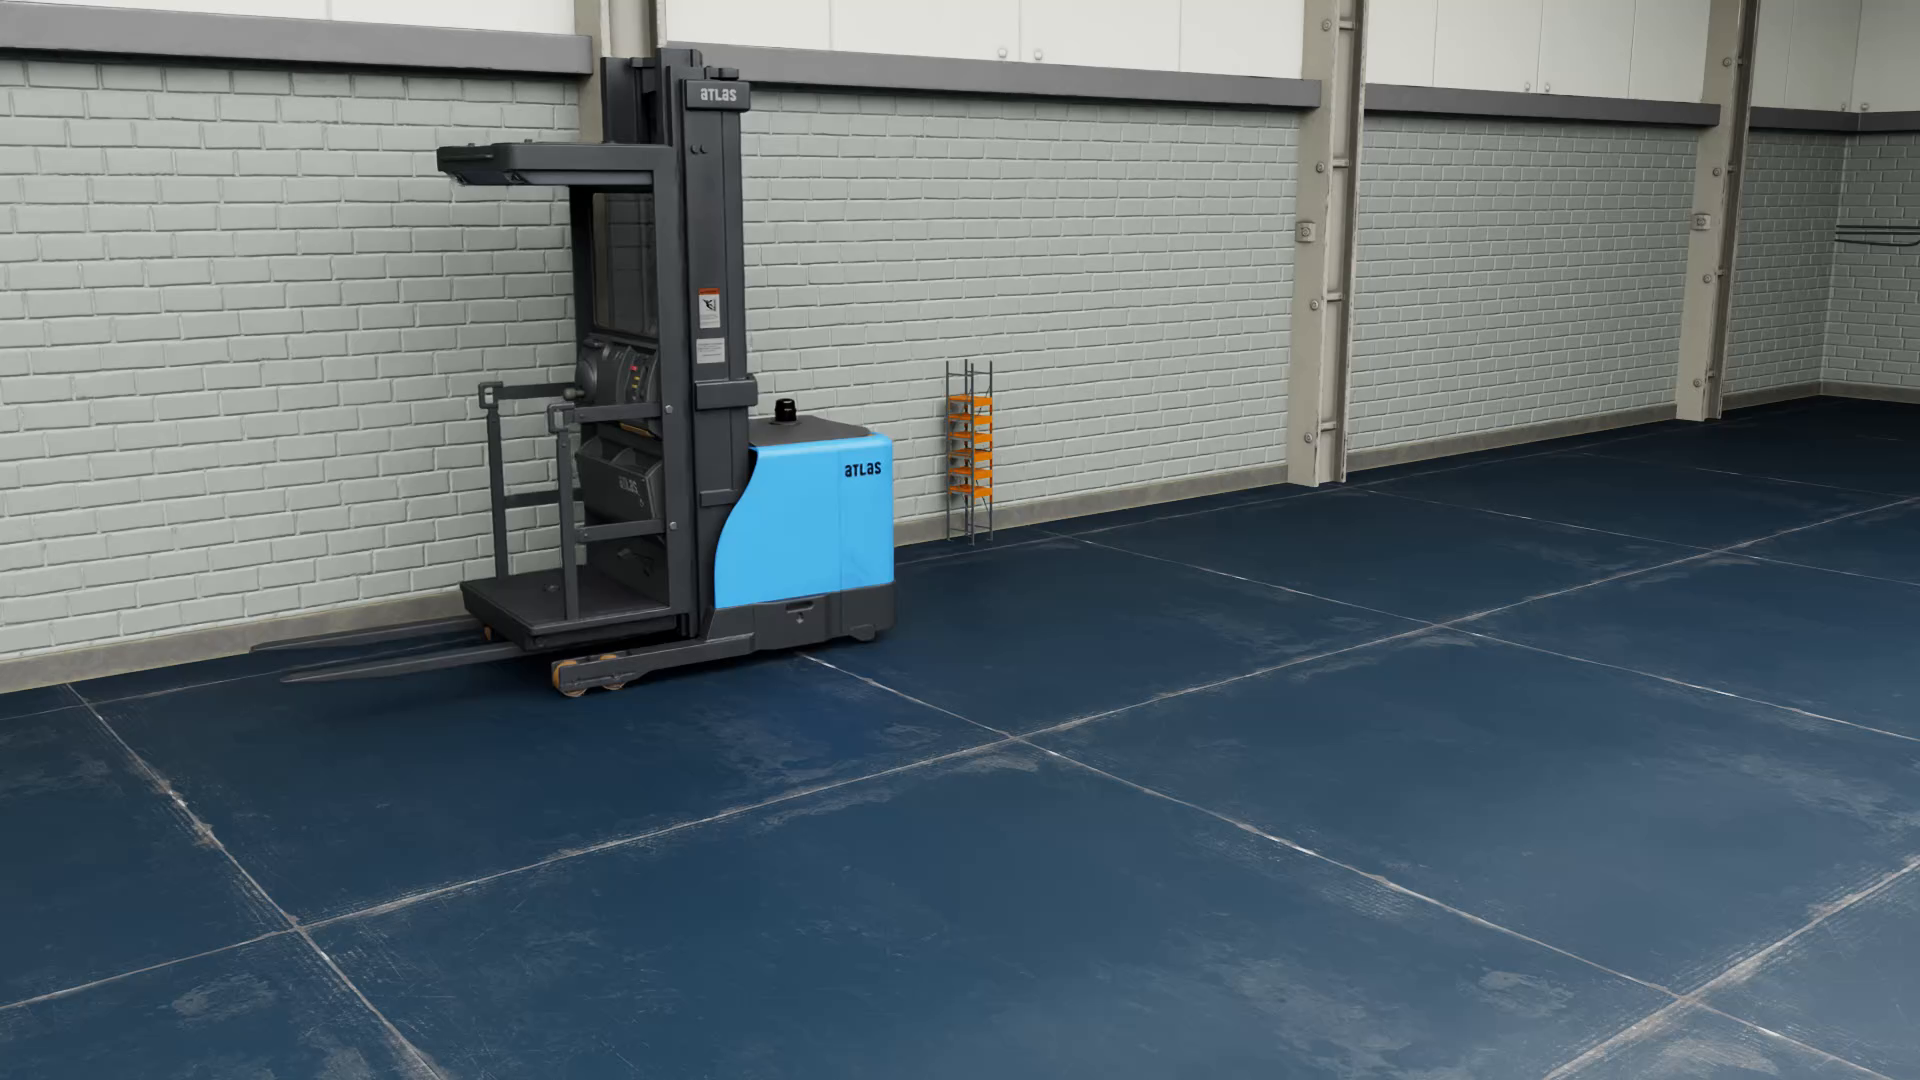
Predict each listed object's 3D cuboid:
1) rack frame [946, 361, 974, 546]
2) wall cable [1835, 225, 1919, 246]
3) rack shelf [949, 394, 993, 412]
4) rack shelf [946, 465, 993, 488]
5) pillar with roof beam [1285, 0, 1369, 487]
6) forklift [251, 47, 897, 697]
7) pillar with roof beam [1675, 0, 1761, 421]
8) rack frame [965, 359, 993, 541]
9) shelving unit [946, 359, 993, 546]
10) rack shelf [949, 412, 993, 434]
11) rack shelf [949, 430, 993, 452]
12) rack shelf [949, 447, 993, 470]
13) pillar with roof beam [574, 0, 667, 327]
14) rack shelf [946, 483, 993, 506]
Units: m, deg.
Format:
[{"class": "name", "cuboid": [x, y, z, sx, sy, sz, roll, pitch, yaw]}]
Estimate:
[{"class": "rack frame", "cuboid": [0.000, -0.567, 10.907, 0.240, 1.200, 0.006, 10, 16, 41]}, {"class": "wall cable", "cuboid": [10.659, -4.297, 17.175, 0.112, 2.526, 3.097, -9, 15, -38]}, {"class": "rack shelf", "cuboid": [0.061, -0.890, 10.908, 0.258, 0.103, 0.180, 10, 16, 41]}, {"class": "rack shelf", "cuboid": [0.063, -0.420, 11.008, 0.258, 0.103, 0.180, 10, 16, 41]}, {"class": "pillar with roof beam", "cuboid": [5.537, -4.171, 9.108, 0.400, 9.000, 9.100, -9, 15, -38]}, {"class": "forklift", "cuboid": [-1.841, -0.832, 7.990, 3.031, 2.935, 1.130, -8, 14, -32]}, {"class": "pillar with roof beam", "cuboid": [10.222, -4.950, 12.774, 0.400, 9.000, 9.100, -9, 15, -38]}, {"class": "rack frame", "cuboid": [0.124, -0.595, 11.040, 0.240, 1.200, 0.006, 10, 16, 41]}, {"class": "shelving unit", "cuboid": [0.062, -0.581, 10.973, 0.258, 1.200, 0.189, 10, 16, 41]}, {"class": "rack shelf", "cuboid": [0.061, -0.772, 10.933, 0.258, 0.103, 0.180, 10, 16, 41]}, {"class": "rack shelf", "cuboid": [0.062, -0.655, 10.958, 0.258, 0.103, 0.180, 10, 16, 41]}, {"class": "rack shelf", "cuboid": [0.062, -0.538, 10.983, 0.258, 0.103, 0.180, 10, 16, 41]}, {"class": "pillar with roof beam", "cuboid": [0.852, -3.393, 5.441, 0.400, 9.000, 9.100, -9, 15, -38]}, {"class": "rack shelf", "cuboid": [0.063, -0.303, 11.032, 0.258, 0.103, 0.180, 10, 16, 41]}]
